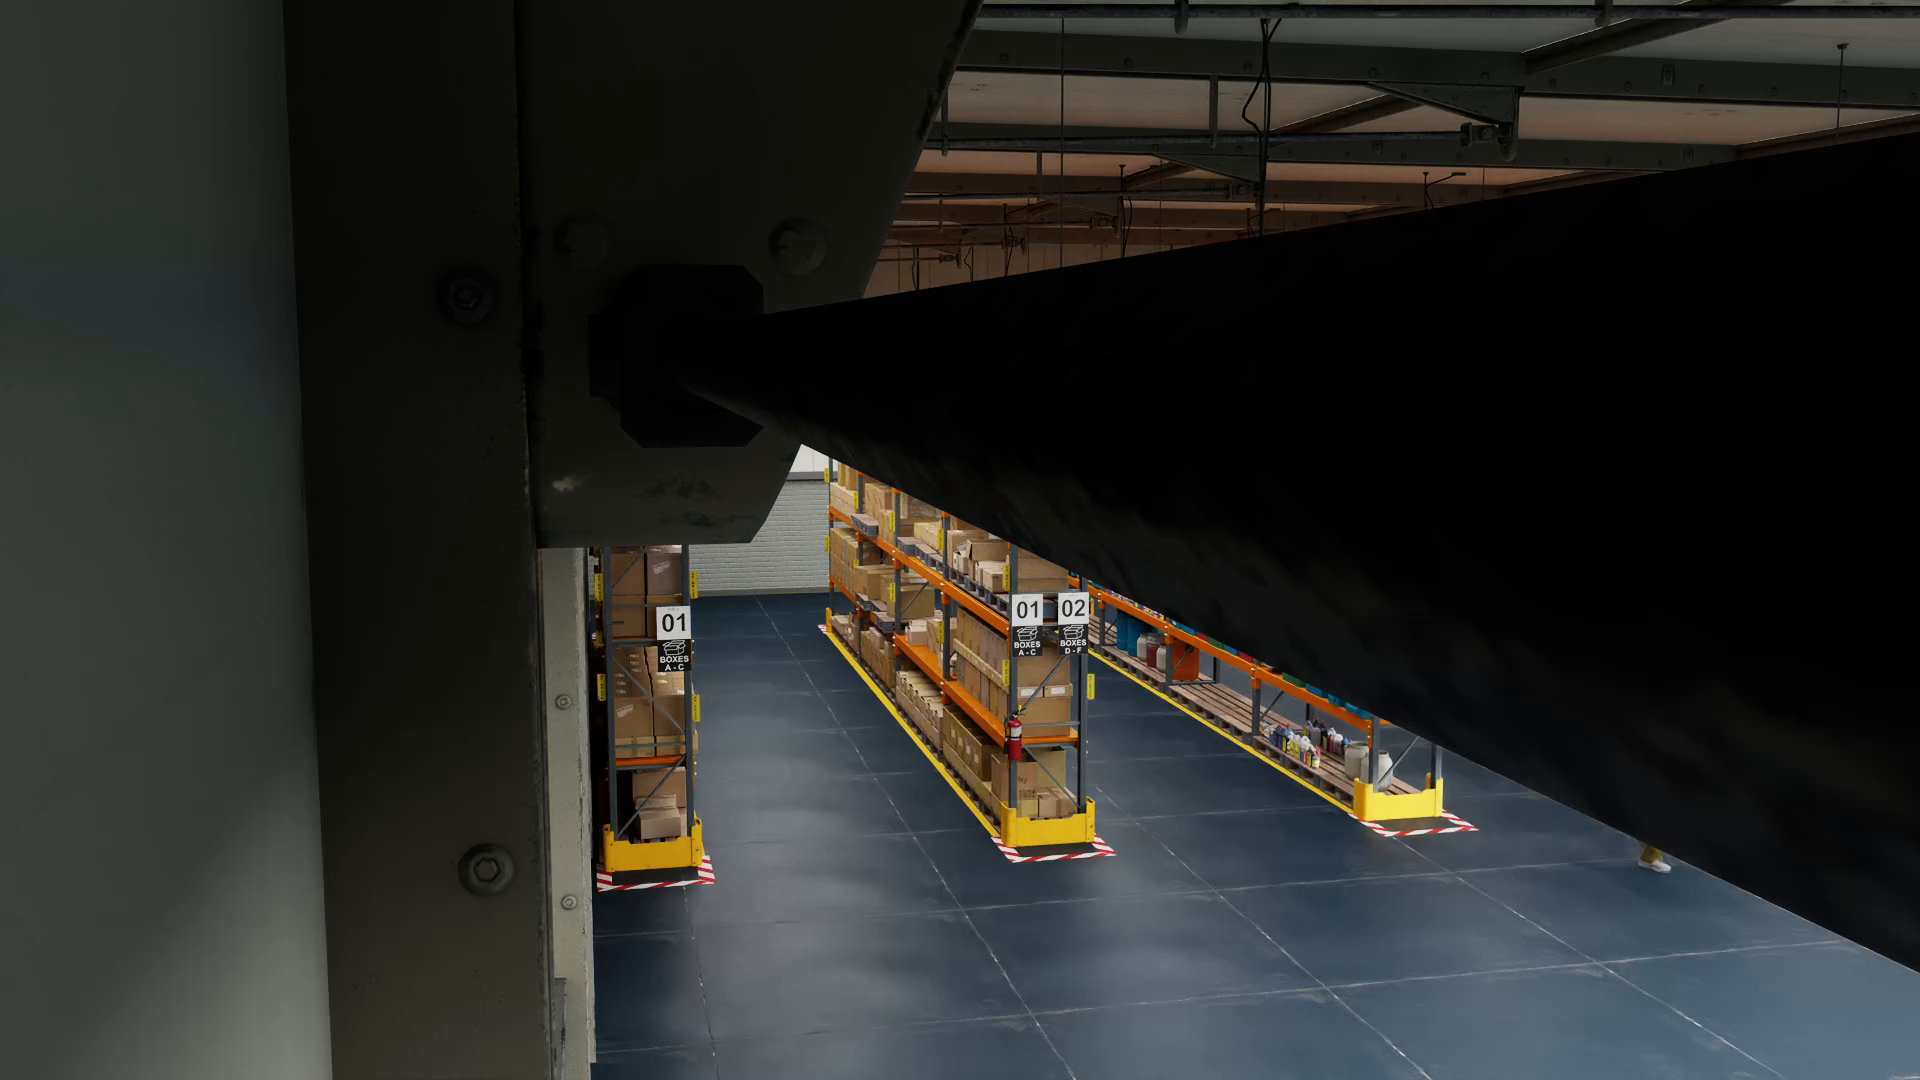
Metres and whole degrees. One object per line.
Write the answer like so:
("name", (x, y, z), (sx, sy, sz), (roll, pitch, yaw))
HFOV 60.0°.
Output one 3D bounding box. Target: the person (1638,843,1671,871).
("person", (8.493, 3.108, 19.936), (0.607, 1.737, 0.722), (3, 8, 26))
